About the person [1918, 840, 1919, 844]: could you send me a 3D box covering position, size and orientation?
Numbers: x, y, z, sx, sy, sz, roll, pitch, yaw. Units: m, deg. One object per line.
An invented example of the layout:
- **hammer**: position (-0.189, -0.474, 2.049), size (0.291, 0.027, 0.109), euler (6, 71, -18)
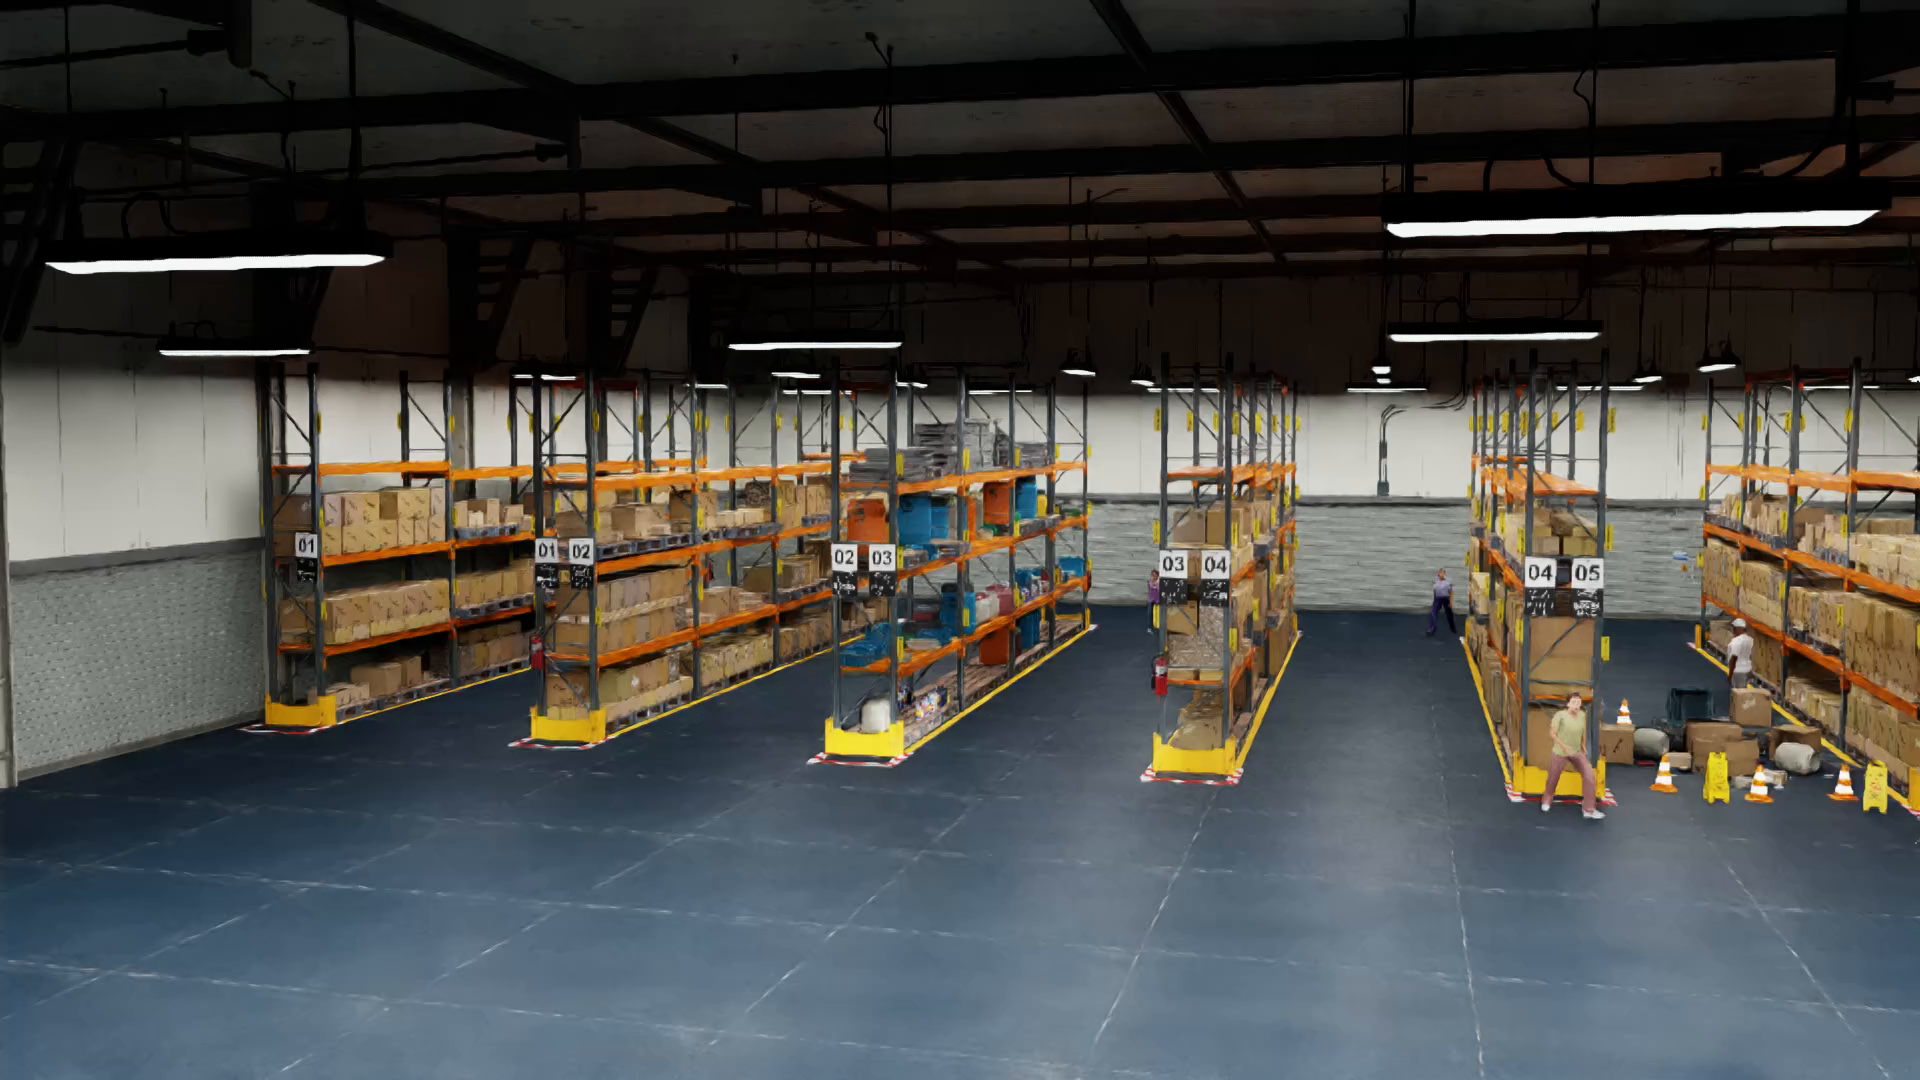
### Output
- **person**: position (11.670, 2.755, 19.419), size (0.510, 1.775, 0.780), euler (-1, 4, -13)

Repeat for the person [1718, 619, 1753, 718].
- **person**: position (12.843, 2.172, 27.504), size (0.591, 1.763, 0.685), euler (3, 5, 40)

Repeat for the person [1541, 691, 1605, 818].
- **person**: position (7.766, 2.701, 21.182), size (0.625, 1.607, 0.808), euler (0, 4, -3)

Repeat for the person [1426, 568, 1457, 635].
- **person**: position (11.432, 1.443, 39.350), size (0.518, 1.590, 0.946), euler (3, 5, 37)

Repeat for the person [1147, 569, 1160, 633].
- **person**: position (4.691, 1.438, 39.745), size (0.417, 1.525, 1.034), euler (1, 4, 13)
